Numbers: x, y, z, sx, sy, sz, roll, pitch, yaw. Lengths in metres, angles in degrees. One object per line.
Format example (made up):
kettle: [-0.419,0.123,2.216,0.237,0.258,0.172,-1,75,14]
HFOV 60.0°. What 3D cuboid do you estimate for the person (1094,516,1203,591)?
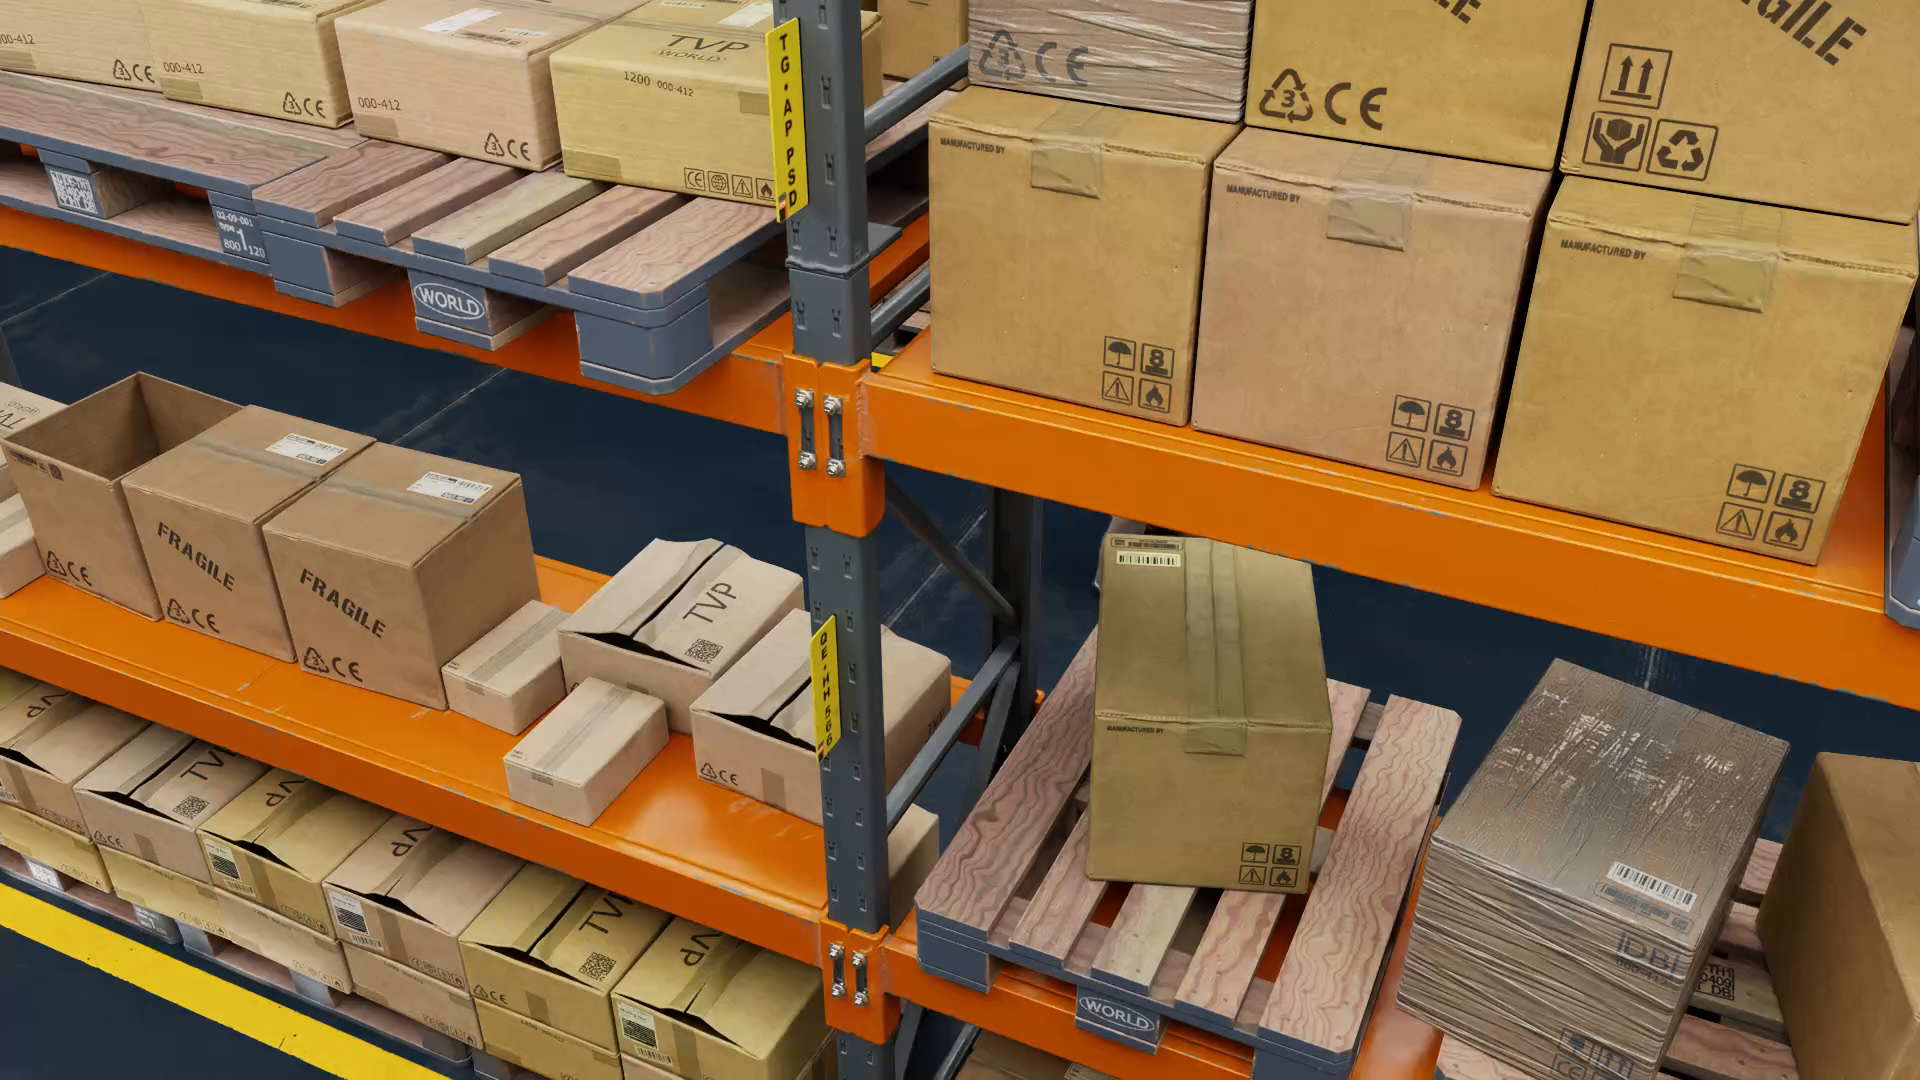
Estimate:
person: [0.930,-0.481,6.888,0.657,1.718,0.630,-12,35,-18]
